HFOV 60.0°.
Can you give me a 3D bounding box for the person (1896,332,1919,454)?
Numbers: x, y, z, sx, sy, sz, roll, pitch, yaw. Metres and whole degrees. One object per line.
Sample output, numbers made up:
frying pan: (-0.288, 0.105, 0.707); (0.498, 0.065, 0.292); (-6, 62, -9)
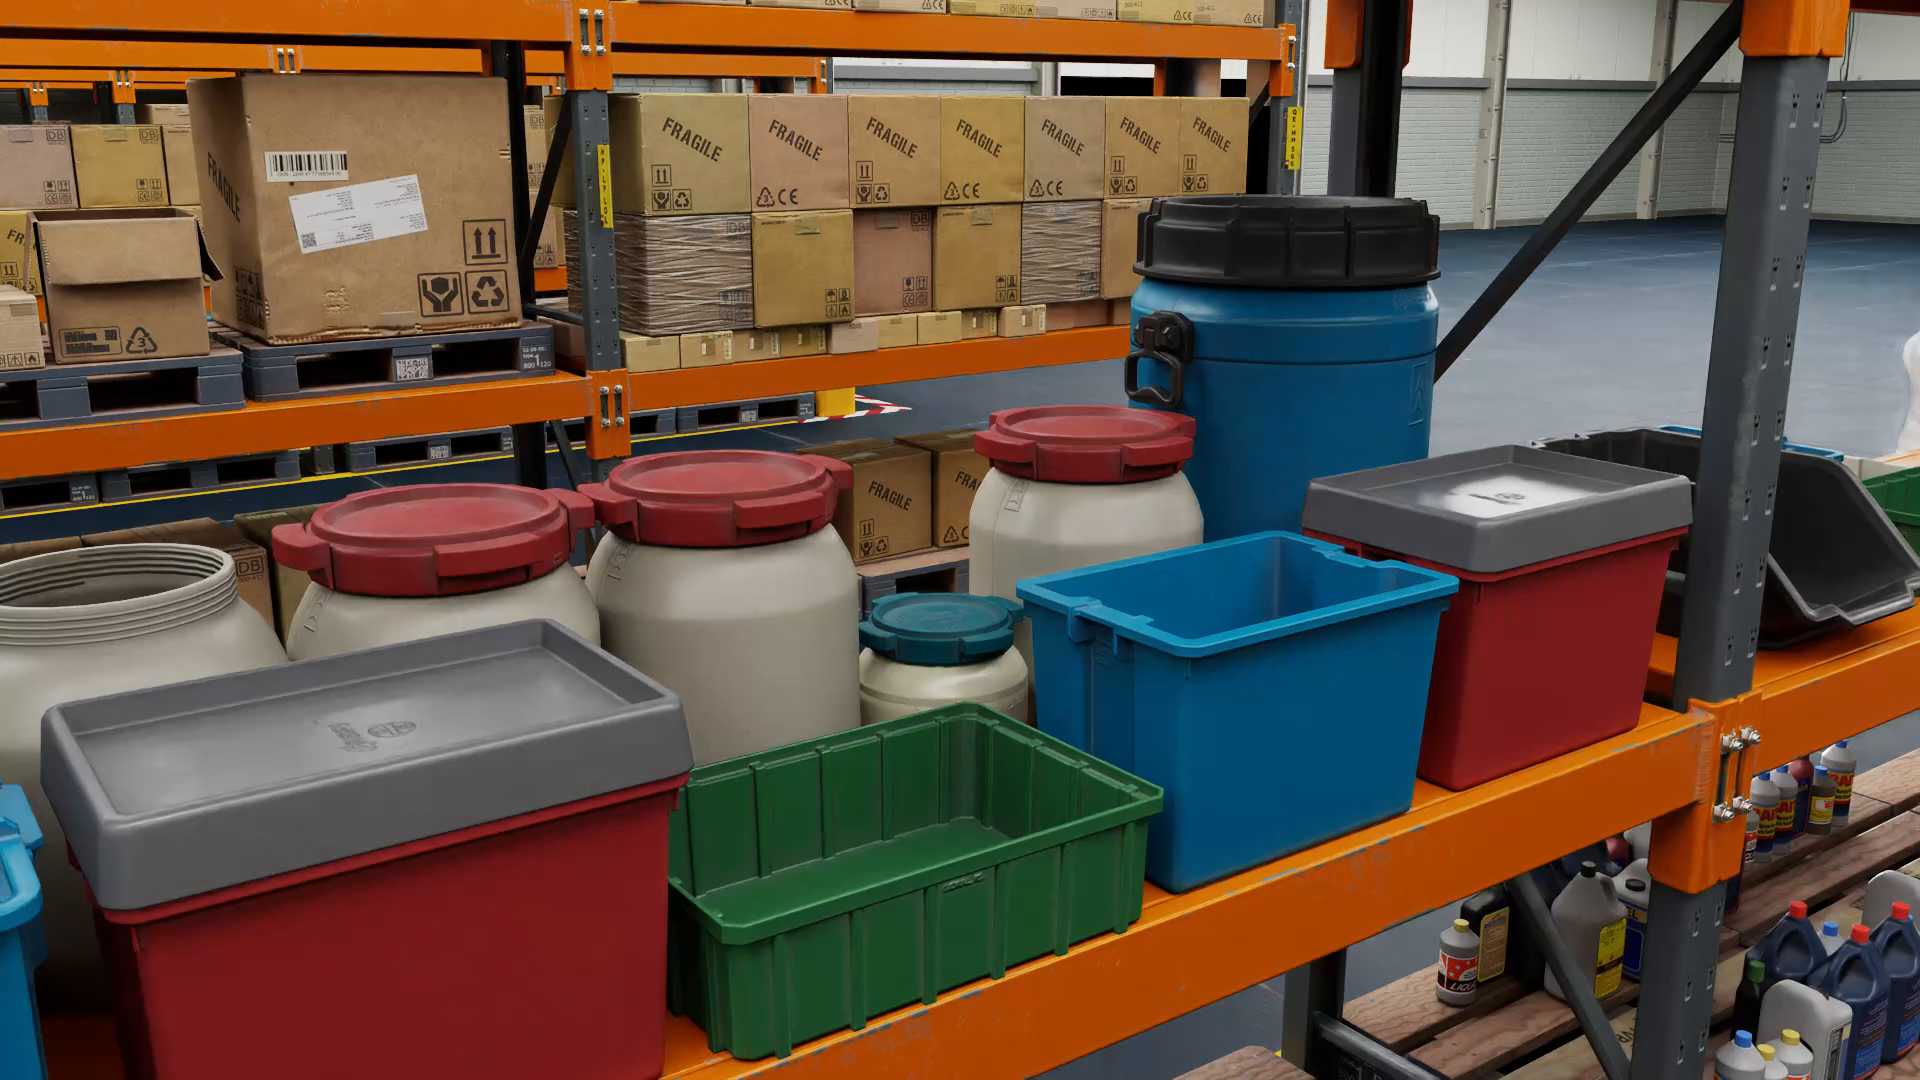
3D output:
person: (4.318, -0.336, 7.260); (0.854, 1.736, 0.524); (-3, 15, -10)
